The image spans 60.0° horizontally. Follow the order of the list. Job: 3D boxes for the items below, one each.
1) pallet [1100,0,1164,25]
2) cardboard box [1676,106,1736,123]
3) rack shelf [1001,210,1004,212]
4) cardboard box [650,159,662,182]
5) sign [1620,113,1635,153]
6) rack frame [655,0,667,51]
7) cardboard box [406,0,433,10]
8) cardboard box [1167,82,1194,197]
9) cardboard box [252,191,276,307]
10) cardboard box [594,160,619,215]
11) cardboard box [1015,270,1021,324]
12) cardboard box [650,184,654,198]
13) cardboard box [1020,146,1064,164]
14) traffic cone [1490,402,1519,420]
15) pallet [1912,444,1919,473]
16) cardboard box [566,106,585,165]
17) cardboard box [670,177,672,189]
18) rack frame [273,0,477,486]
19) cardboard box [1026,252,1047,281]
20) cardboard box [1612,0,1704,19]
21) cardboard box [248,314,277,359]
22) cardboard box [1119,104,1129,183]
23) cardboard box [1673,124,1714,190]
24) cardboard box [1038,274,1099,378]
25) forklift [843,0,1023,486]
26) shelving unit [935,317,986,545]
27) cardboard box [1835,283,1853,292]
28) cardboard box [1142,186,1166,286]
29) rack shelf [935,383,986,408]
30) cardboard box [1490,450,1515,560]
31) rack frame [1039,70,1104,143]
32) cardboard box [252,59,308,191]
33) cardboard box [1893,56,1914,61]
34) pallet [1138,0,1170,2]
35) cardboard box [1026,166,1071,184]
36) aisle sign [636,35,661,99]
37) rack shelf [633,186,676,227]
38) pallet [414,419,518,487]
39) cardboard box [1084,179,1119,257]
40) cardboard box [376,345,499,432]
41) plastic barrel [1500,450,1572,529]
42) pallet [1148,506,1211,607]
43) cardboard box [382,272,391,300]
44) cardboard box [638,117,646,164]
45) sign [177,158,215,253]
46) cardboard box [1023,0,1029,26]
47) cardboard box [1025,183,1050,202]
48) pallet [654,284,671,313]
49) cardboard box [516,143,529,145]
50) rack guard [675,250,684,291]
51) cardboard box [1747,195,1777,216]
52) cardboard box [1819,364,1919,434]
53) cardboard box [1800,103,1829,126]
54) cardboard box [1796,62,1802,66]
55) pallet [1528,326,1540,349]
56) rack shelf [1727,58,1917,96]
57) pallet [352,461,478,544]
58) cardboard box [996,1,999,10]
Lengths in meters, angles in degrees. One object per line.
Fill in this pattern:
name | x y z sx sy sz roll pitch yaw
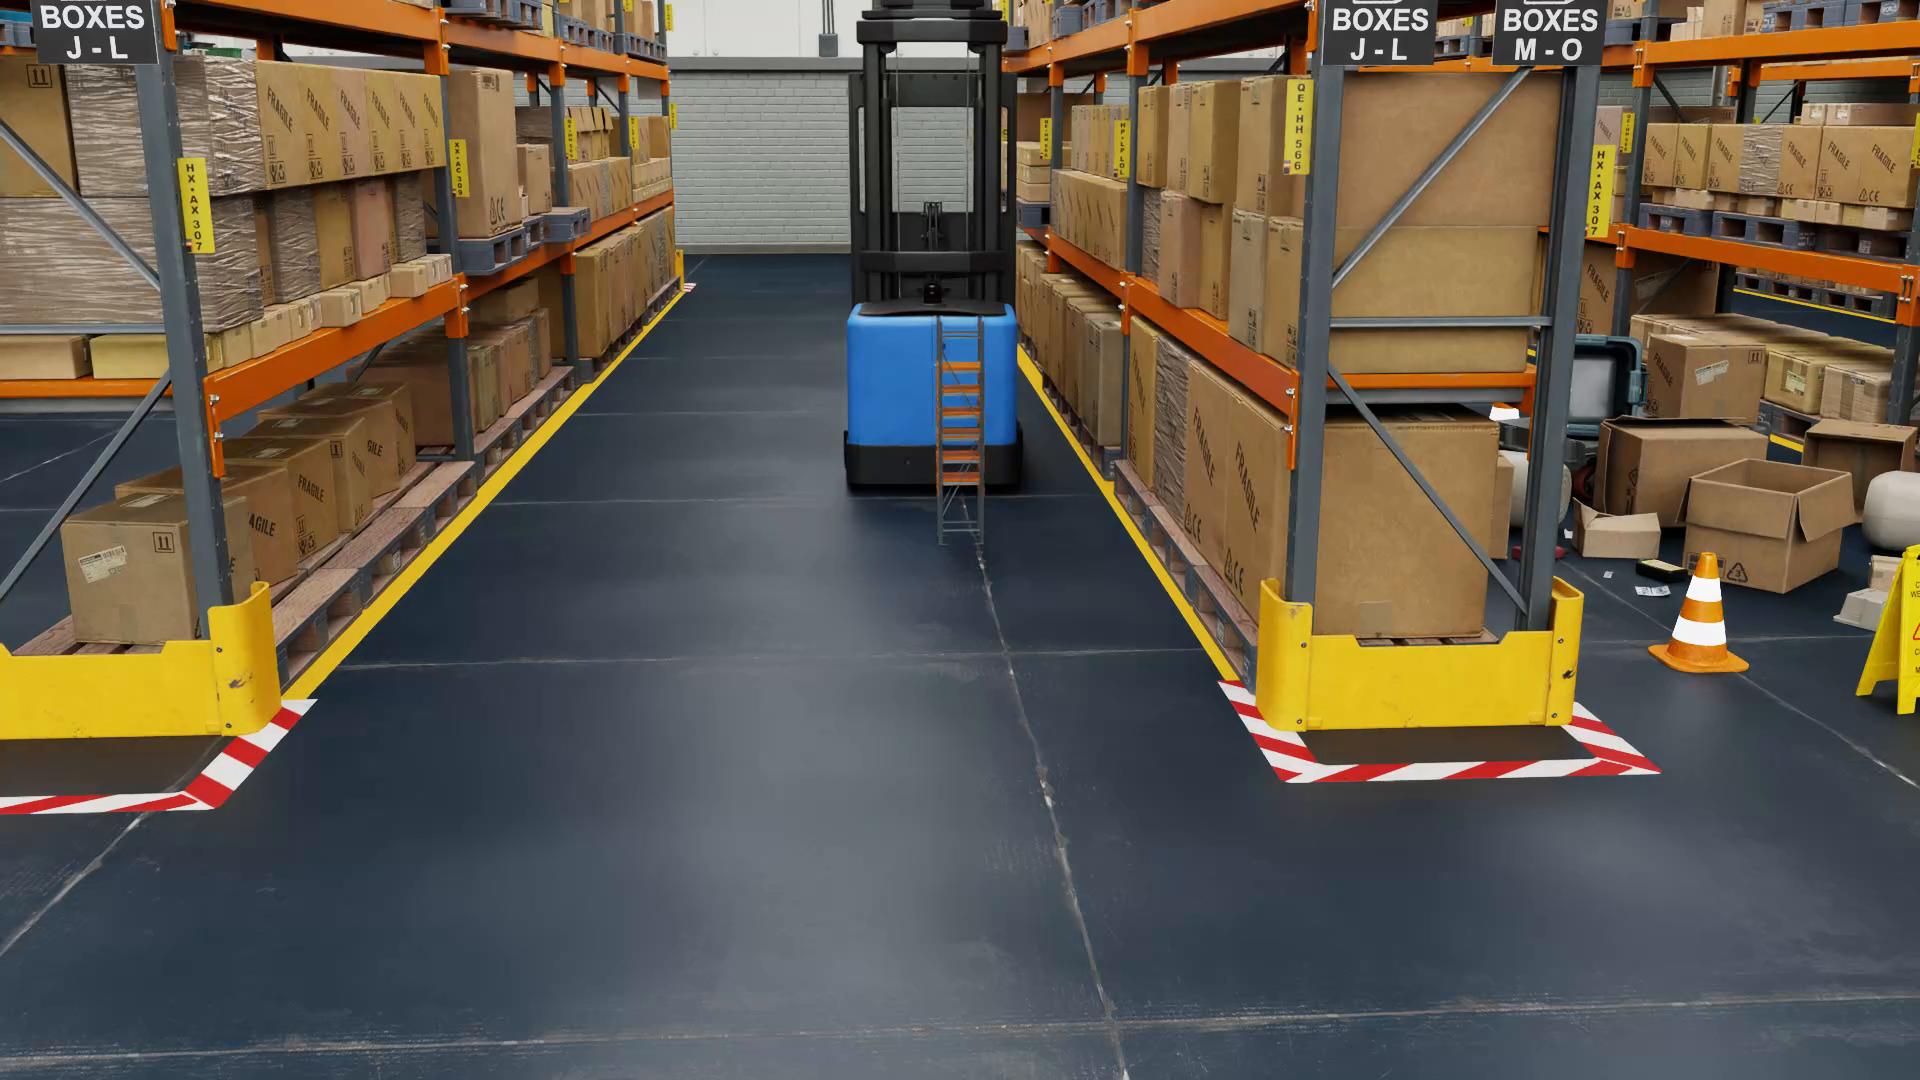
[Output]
pallet | 1.391 -3.373 10.482 0.805 0.209 1.217 -1 15 -6
cardboard box | 6.397 -3.542 14.564 0.500 0.500 0.500 -1 14 -5
rack shelf | 0.877 -3.925 19.704 1.077 0.370 4.000 -1 14 -3
cardboard box | -3.846 -4.421 19.895 0.500 0.250 0.500 -1 14 -5
sign | 5.629 -3.434 14.029 0.100 0.325 0.005 -1 14 -3
rack frame | -4.203 -7.624 20.600 1.000 3.000 0.127 -1 14 -3
cardboard box | -3.171 -3.005 8.969 0.500 0.250 0.500 0 14 -1
cardboard box | 1.532 -2.018 8.382 0.875 0.550 0.550 -1 14 -3
cardboard box | -3.370 -1.192 6.842 0.875 0.500 0.500 -1 14 -3
cardboard box | -3.591 -3.408 16.050 0.500 0.500 0.500 -1 14 -4
cardboard box | 0.817 -2.449 16.699 0.500 0.500 0.500 0 14 -1
cardboard box | -3.723 -4.004 19.071 0.380 0.149 0.250 -1 14 -3
cardboard box | 0.731 -3.393 14.662 0.380 0.149 0.250 0 14 -2
traffic cone | 3.941 -1.003 11.994 0.336 0.463 0.334 -1 14 -3
pallet | 6.508 -0.371 10.044 1.003 0.211 1.213 -1 14 -3
cardboard box | -3.775 -3.608 14.815 0.797 0.503 0.637 -1 14 -2
cardboard box | -3.853 -4.514 21.055 0.380 0.149 0.250 -1 14 -2
rack frame | -3.460 -1.735 9.749 1.000 3.000 0.127 -1 14 -3
cardboard box | 0.887 -2.555 15.606 0.500 0.250 0.500 -1 14 -2
cardboard box | 6.009 -4.680 14.126 0.797 0.503 0.637 -2 15 -7
cardboard box | -2.989 -0.818 6.689 0.380 0.149 0.250 -1 14 -3
cardboard box | 1.426 -2.570 10.788 0.700 0.500 0.500 -1 14 -4
cardboard box | 6.019 -3.033 13.156 0.500 0.500 0.500 0 14 -1
cardboard box | 1.197 -1.742 13.449 1.050 0.750 0.750 -1 14 -4
forklift | -0.176 -2.063 11.161 1.130 2.935 3.031 0 14 0
shelving unit | 0.001 -0.577 8.863 0.258 1.200 0.189 -1 14 -3
cardboard box | 10.539 -3.057 19.532 0.396 0.266 0.258 0 14 -1
cardboard box | 1.532 -1.767 9.574 0.875 0.550 0.550 -1 14 -3
rack shelf | 0.001 -0.767 8.814 0.258 0.103 0.180 -1 14 -3
cardboard box | 2.617 -0.207 8.821 0.500 0.500 0.500 2 15 6
rack frame | 1.001 -3.776 17.681 1.000 3.000 0.127 -1 14 -3
cardboard box | -2.998 -1.682 6.740 0.500 0.500 0.500 -1 14 -3
cardboard box | 10.572 -5.371 18.365 0.380 0.149 0.250 -1 14 -4
pallet | 1.537 -2.992 8.794 1.003 0.211 1.213 -1 14 -3
cardboard box | 0.764 -3.123 14.207 0.380 0.149 0.250 -1 14 -2
aisle sign | -3.908 -6.001 21.111 0.394 0.787 0.004 -1 14 -3
rack shelf | -4.079 -3.873 19.504 1.077 0.370 4.000 -1 14 -3
pallet | -3.510 -0.578 10.848 1.003 0.211 1.213 -1 14 -3
cardboard box | 1.135 -2.212 11.401 0.500 0.500 0.500 -1 14 -3
cardboard box | -3.487 -1.009 11.062 0.700 0.500 0.500 -1 14 -4
plastic barrel | 3.098 -0.280 9.265 0.512 0.421 0.421 10 18 35
pallet | 1.544 0.059 8.374 1.003 0.211 1.213 -1 14 -3
cardboard box | -3.181 -1.314 8.618 0.380 0.149 0.250 -1 14 -3
cardboard box | -3.753 -4.405 18.324 0.500 0.500 0.500 -1 14 -3
sign | -2.671 -1.168 5.807 0.100 0.325 0.005 -1 14 -3
cardboard box | 0.966 -5.096 15.741 0.797 0.503 0.637 -1 14 -4
cardboard box | 0.760 -2.978 14.243 0.380 0.149 0.250 -1 14 -3
pallet | -4.003 -2.868 19.751 1.003 0.211 1.213 -1 14 -3
cardboard box | -3.634 -2.848 13.031 0.500 0.500 0.500 -3 15 -10
rack guard | -4.205 -3.514 21.682 1.175 0.500 0.348 -1 14 -3
cardboard box | 6.070 -2.478 12.298 0.380 0.149 0.250 0 14 -2
cardboard box | 6.396 -0.949 11.125 0.950 0.372 0.625 -1 14 -3
cardboard box | 6.081 -2.948 11.522 0.380 0.149 0.250 -2 15 -6
cardboard box | 10.484 -5.880 20.343 0.380 0.149 0.250 -1 14 -4
pallet | 6.137 -2.032 16.500 1.003 0.211 1.213 -1 14 -3
rack shelf | 10.765 -5.557 20.026 1.077 0.370 4.000 -1 14 -3
pallet | -3.383 -0.218 9.449 1.003 0.211 1.213 -1 14 -3
cardboard box | 0.603 -5.986 18.749 0.380 0.149 0.250 -1 14 -4
